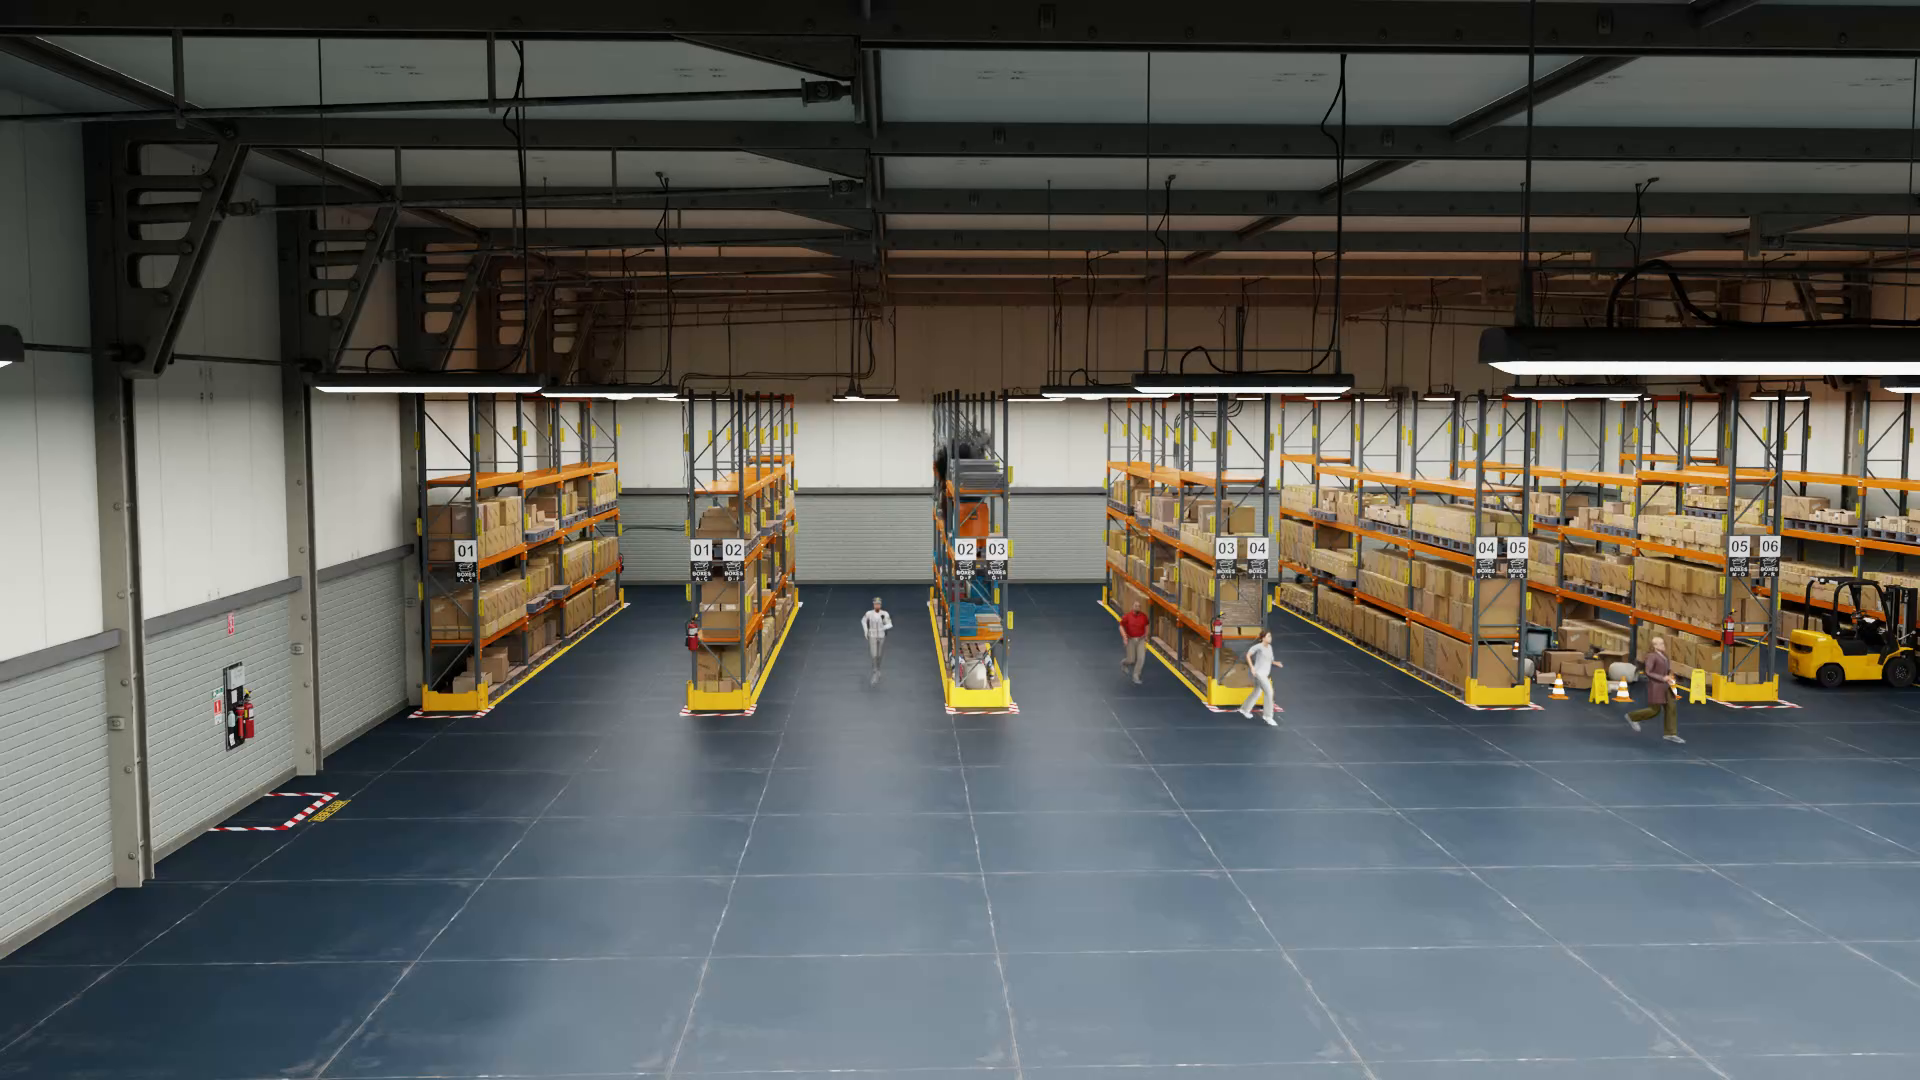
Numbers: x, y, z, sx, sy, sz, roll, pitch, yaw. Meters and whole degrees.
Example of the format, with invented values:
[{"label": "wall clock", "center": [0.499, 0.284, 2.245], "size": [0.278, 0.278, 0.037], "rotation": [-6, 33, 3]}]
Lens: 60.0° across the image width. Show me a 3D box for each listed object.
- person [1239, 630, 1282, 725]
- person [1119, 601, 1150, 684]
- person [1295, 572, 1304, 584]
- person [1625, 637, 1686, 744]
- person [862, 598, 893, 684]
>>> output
[{"label": "person", "center": [5.405, 2.453, 29.971], "size": [0.848, 1.697, 0.507], "rotation": [4, 6, 37]}, {"label": "person", "center": [3.552, 2.060, 33.906], "size": [0.650, 1.680, 0.652], "rotation": [-1, 5, -13]}, {"label": "person", "center": [10.083, 0.948, 48.982], "size": [0.745, 1.605, 0.567], "rotation": [-1, 5, -8]}, {"label": "person", "center": [11.891, 2.540, 28.359], "size": [0.722, 1.773, 1.021], "rotation": [-4, 6, -42]}, {"label": "person", "center": [-1.688, 2.038, 34.133], "size": [0.600, 1.748, 0.729], "rotation": [-1, 5, -10]}]
